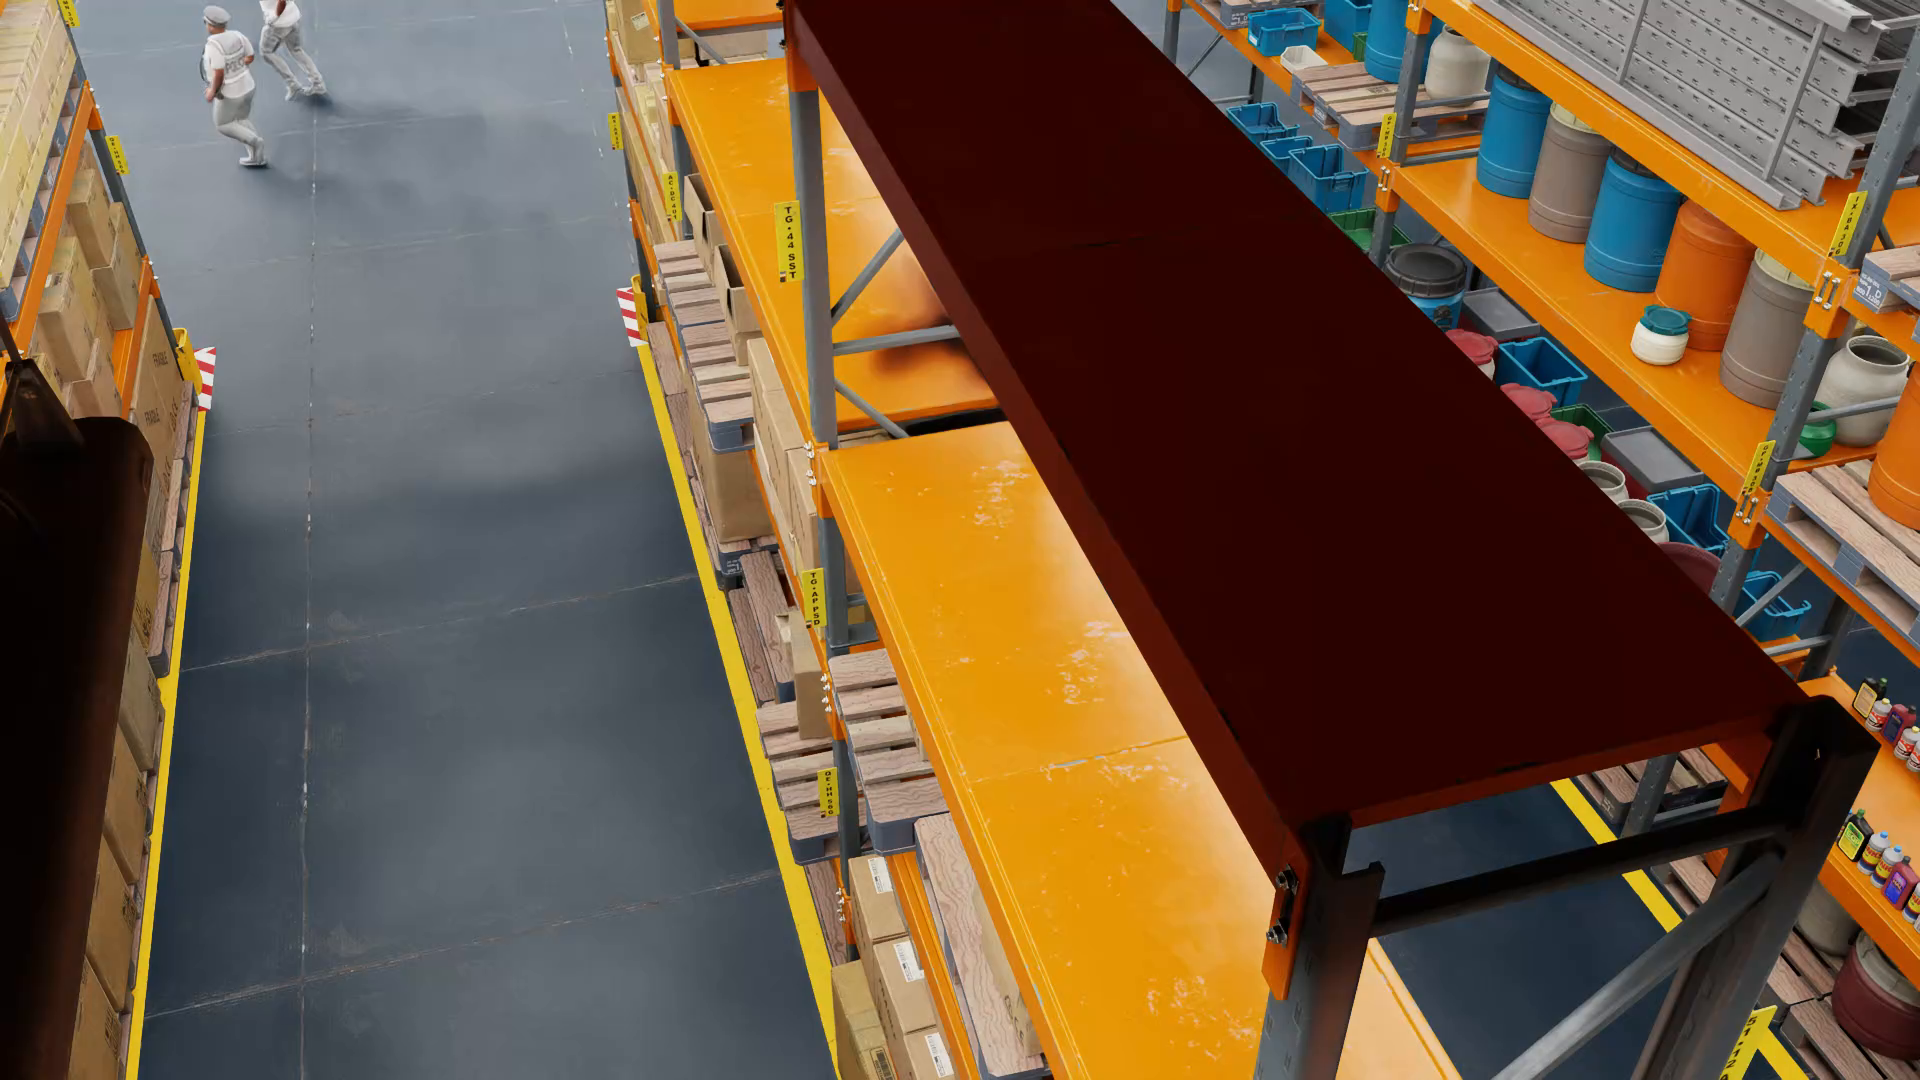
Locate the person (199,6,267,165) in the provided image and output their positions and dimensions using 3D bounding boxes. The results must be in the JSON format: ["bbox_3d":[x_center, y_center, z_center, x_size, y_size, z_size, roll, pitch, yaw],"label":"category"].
[{"bbox_3d":[-7.609,-4.723,17.407,0.600,1.738,0.665,12,40,15],"label":"person"}]

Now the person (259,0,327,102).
[{"bbox_3d":[-7.681,-5.834,18.764,0.685,1.807,0.659,6,39,8],"label":"person"}]
